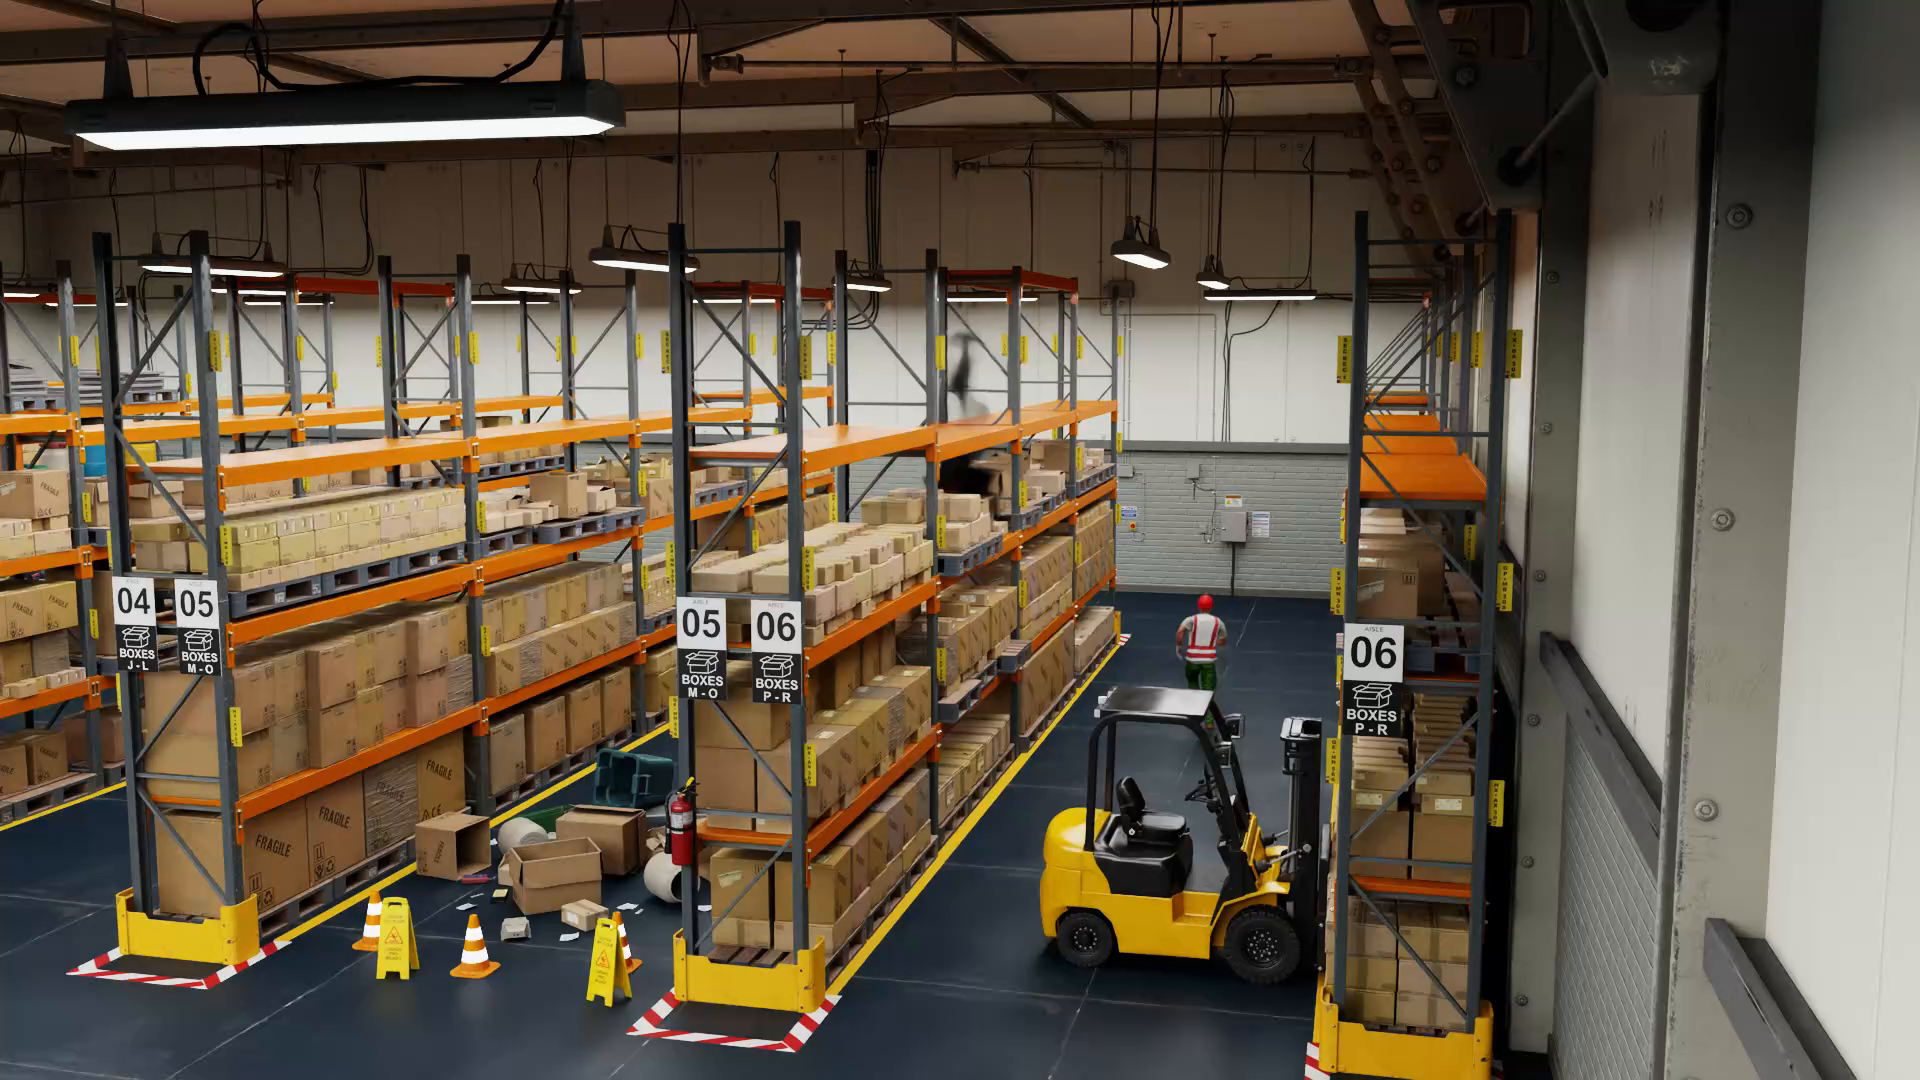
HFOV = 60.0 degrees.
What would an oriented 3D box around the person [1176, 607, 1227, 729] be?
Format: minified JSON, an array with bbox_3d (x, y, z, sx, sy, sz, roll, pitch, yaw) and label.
[{"bbox_3d":[3.173,1.631,21.920,0.671,1.735,0.884,1,7,7],"label":"person"}]
